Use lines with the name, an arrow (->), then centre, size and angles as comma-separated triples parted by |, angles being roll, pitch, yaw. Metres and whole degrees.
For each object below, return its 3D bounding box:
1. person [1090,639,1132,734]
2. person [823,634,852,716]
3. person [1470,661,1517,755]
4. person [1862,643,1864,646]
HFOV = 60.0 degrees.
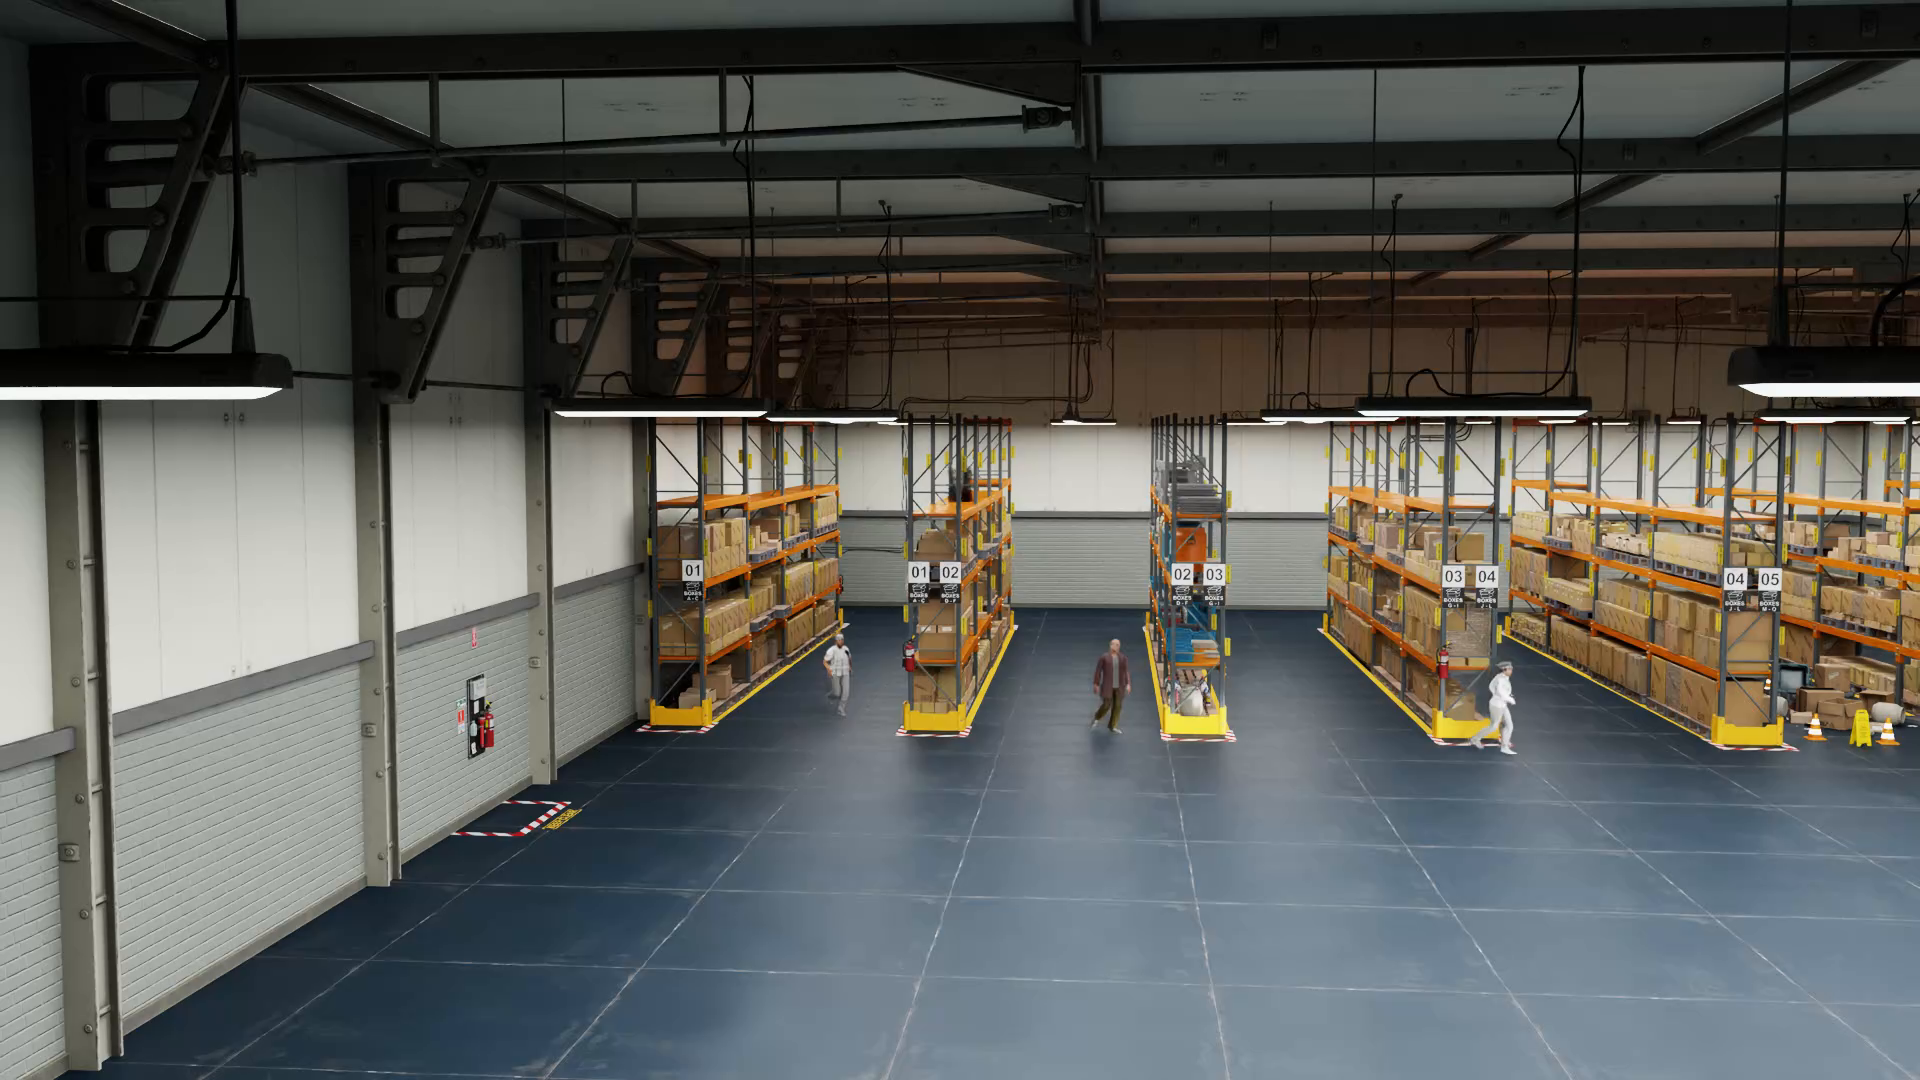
person -> 2.807, 2.825, 31.165 | 0.699, 1.582, 0.633 | -1, 4, -17
person -> -2.440, 2.685, 33.307 | 0.618, 1.621, 0.642 | -2, 4, -26
person -> 9.370, 2.931, 29.182 | 0.804, 1.655, 0.584 | 2, 4, 27
person -> 22.669, 2.010, 42.386 | 0.682, 1.733, 0.809 | -1, 4, -19
